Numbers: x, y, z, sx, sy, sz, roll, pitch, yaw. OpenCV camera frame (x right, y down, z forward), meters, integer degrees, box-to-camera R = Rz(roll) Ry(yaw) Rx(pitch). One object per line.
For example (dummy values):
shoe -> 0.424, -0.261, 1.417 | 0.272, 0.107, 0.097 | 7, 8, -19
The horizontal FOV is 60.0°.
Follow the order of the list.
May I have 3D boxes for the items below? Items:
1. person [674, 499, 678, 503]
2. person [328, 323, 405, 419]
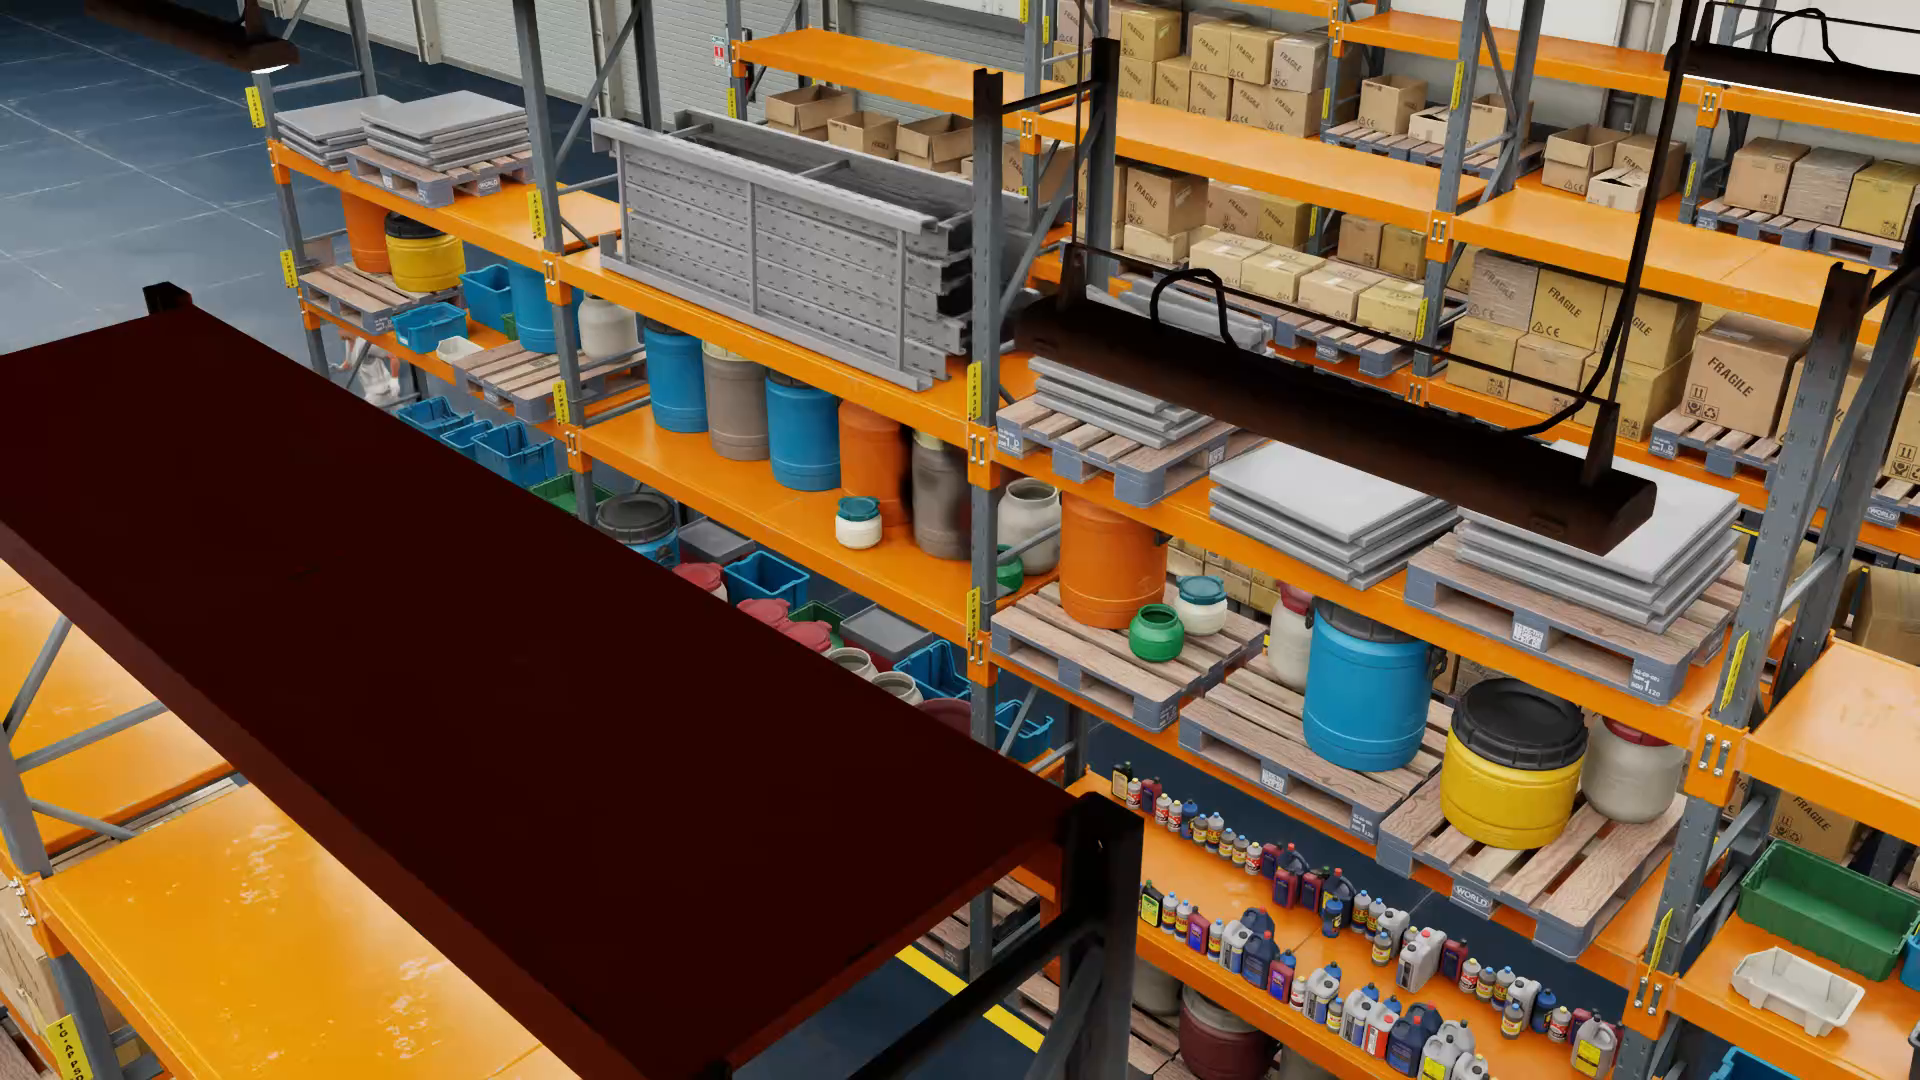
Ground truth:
person -> -2.611, -1.138, 16.540 | 0.761, 1.714, 0.701 | 2, 29, 4
person -> -6.004, -1.552, 17.184 | 1.015, 1.744, 0.684 | -15, 33, -24
